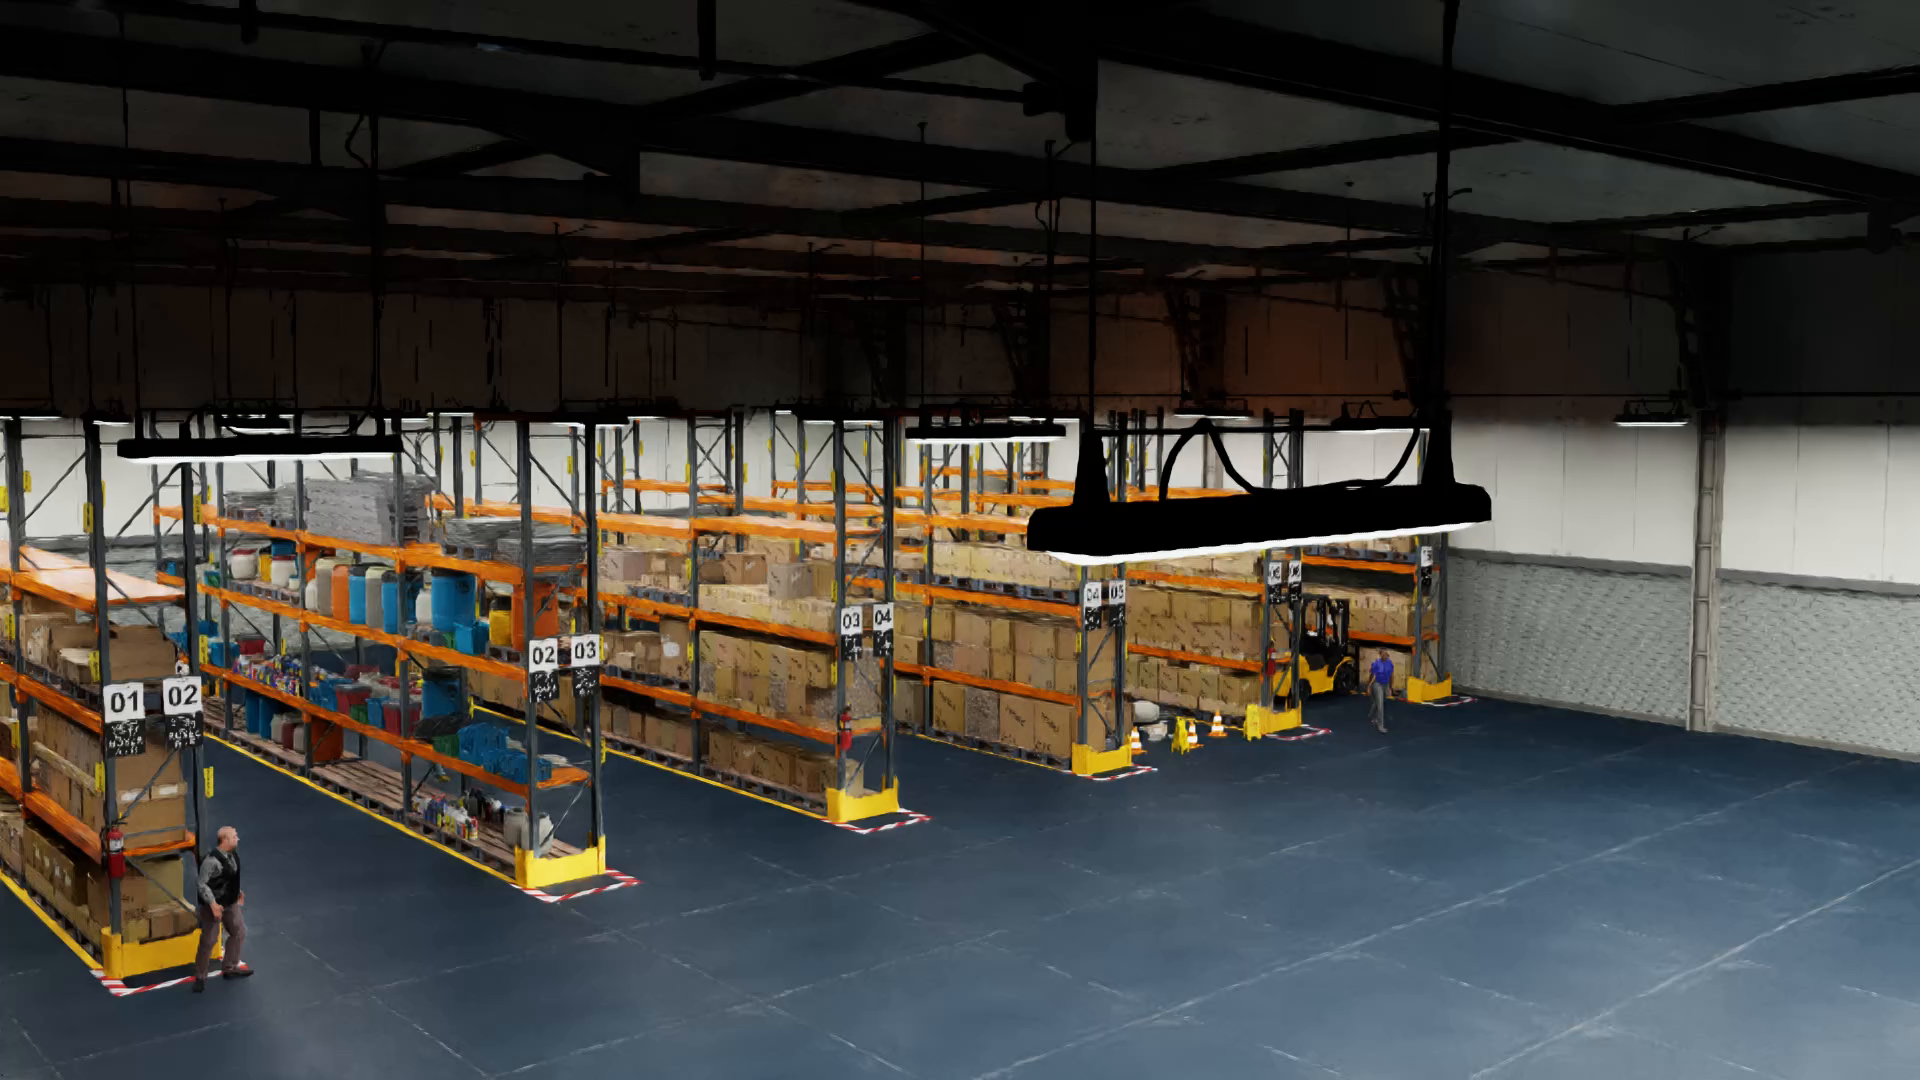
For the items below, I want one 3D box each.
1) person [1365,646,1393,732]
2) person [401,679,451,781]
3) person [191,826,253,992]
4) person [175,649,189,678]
[{"bbox_3d":[7.935,2.773,31.430,0.497,1.592,0.934,-2,5,-21],"label":"person"},{"bbox_3d":[-8.766,3.088,27.091,1.060,1.687,0.596,4,7,41],"label":"person"},{"bbox_3d":[-7.973,3.921,17.855,0.458,1.708,0.685,1,5,6],"label":"person"},{"bbox_3d":[-14.373,2.810,30.569,0.474,1.666,0.450,0,5,1],"label":"person"}]
